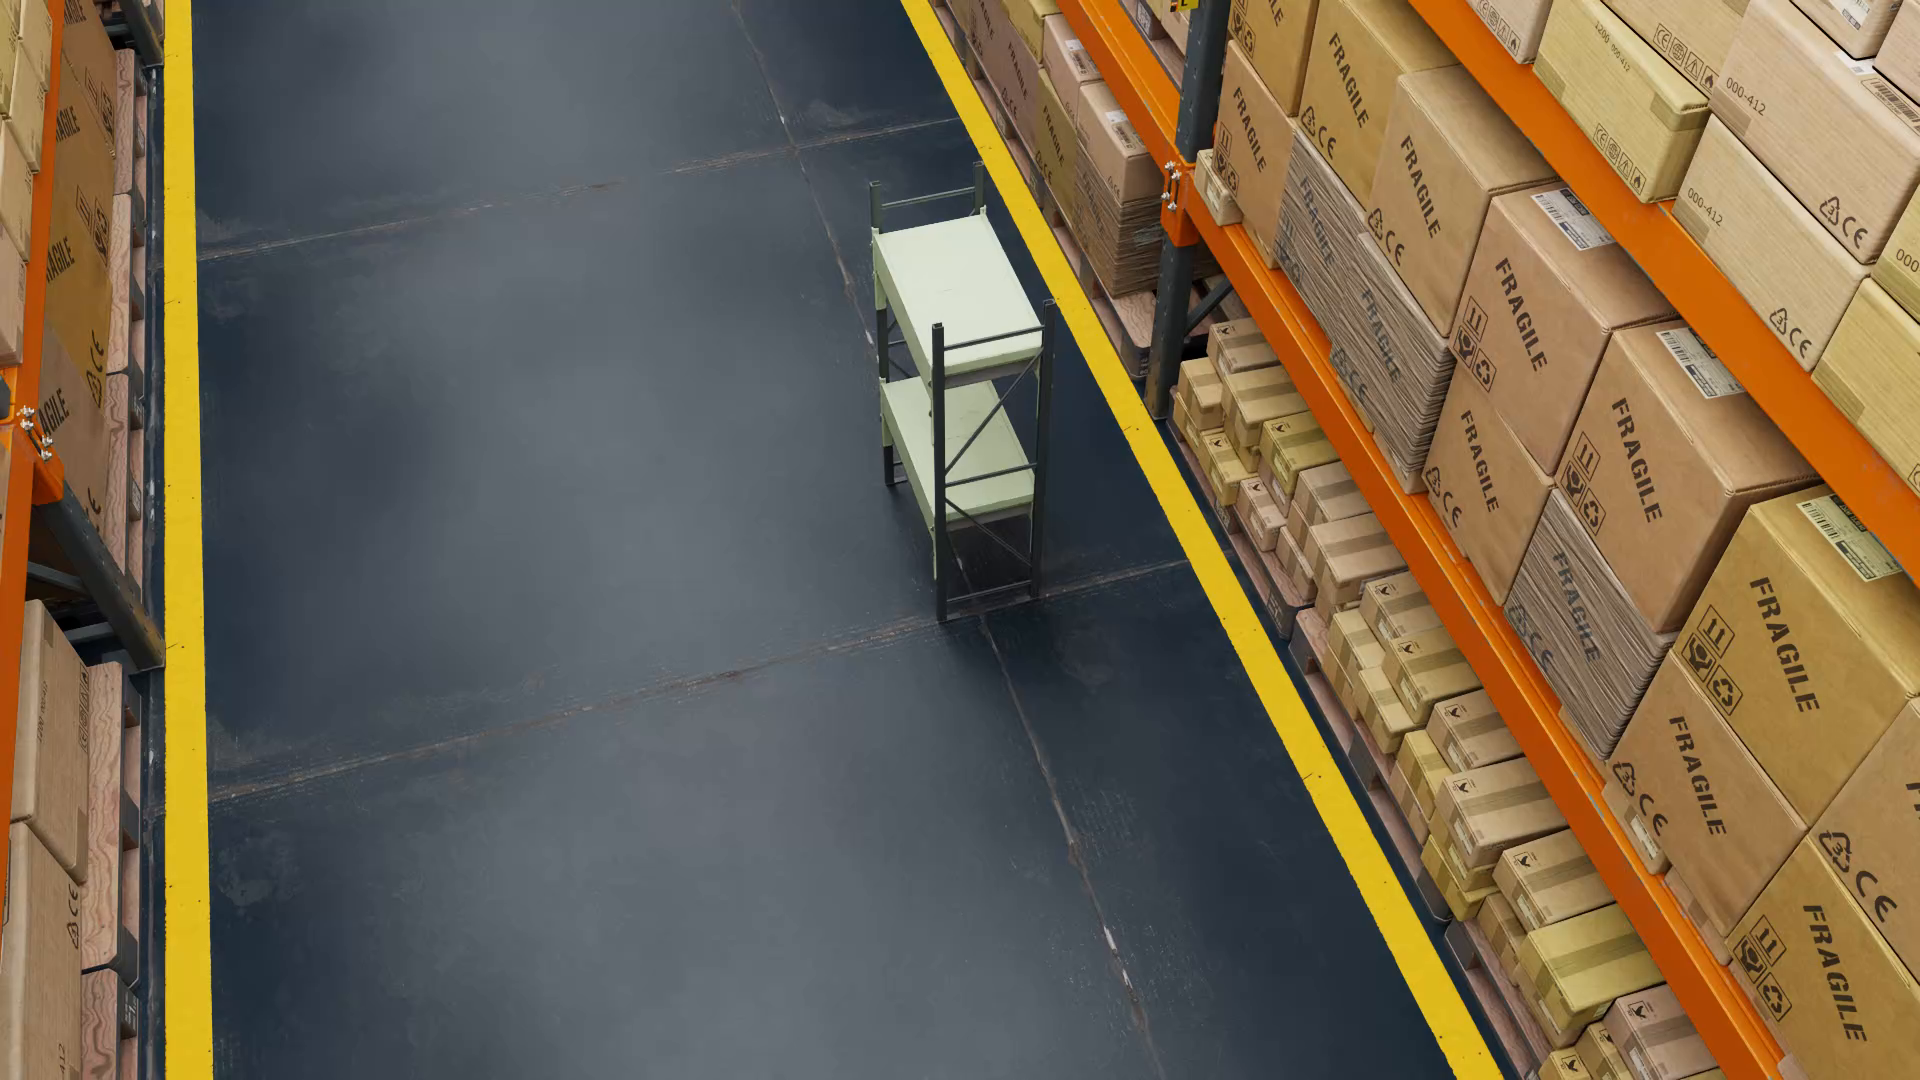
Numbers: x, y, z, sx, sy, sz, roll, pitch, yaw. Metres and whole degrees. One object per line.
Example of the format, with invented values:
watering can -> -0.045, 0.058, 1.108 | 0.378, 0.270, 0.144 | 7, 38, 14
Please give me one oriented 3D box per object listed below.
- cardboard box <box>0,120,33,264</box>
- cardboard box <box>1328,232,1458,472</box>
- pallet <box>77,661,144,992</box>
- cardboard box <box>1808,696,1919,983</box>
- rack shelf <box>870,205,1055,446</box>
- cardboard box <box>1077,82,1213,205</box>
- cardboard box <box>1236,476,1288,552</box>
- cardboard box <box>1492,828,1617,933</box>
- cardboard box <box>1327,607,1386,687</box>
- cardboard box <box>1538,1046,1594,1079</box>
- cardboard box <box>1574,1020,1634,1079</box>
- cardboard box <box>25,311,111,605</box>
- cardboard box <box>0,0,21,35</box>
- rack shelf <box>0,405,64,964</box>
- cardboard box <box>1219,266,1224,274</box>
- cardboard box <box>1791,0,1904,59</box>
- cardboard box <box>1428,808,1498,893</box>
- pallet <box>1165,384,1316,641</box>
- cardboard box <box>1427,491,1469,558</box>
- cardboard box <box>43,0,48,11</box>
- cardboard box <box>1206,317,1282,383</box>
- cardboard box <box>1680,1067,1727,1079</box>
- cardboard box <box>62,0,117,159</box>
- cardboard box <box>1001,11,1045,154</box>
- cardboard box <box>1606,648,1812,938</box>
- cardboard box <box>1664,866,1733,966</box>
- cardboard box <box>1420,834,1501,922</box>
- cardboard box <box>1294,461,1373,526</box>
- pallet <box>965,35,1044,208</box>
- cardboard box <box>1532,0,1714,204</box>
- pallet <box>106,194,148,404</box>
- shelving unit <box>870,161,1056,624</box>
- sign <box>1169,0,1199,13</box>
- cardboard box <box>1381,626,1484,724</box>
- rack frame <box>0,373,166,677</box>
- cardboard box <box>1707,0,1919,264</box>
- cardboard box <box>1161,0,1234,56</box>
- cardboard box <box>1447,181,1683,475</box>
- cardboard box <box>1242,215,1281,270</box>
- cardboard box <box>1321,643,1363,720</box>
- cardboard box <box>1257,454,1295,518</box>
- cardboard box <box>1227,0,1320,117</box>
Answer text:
cardboard box -> -3.461, -1.135, 5.633 | 0.500, 0.250, 0.500 | -14, 51, -12
cardboard box -> 1.444, -0.592, 4.817 | 0.500, 0.500, 0.500 | -14, 51, -12
pallet -> -3.278, 1.047, 5.519 | 1.003, 0.211, 1.213 | -13, 51, -11
cardboard box -> 2.081, 0.575, 3.179 | 0.500, 0.500, 0.500 | -14, 51, -12
rack shelf -> -0.002, -0.740, 5.672 | 0.431, 0.370, 0.720 | -13, 51, -11
cardboard box -> 0.809, -1.676, 6.861 | 0.500, 0.250, 0.500 | -15, 51, -12
cardboard box -> 1.273, -0.132, 6.279 | 0.380, 0.149, 0.250 | -14, 51, -11
cardboard box -> 1.821, 1.006, 4.931 | 0.380, 0.149, 0.250 | -15, 52, -12
cardboard box -> 1.489, 0.344, 5.683 | 0.380, 0.149, 0.250 | -14, 51, -11
cardboard box -> 1.926, 1.585, 4.832 | 0.380, 0.149, 0.250 | -12, 51, -10
cardboard box -> 1.999, 1.467, 4.736 | 0.380, 0.149, 0.250 | -14, 51, -12
cardboard box -> -3.688, -0.310, 5.954 | 0.875, 0.875, 0.875 | -12, 51, -10
cardboard box -> -3.745, -2.041, 6.069 | 0.500, 0.250, 0.500 | -15, 51, -12
rack shelf -> -2.837, 1.268, 3.980 | 1.077, 0.370, 4.000 | -13, 51, -11
cardboard box -> 1.305, -1.547, 7.242 | 0.500, 0.500, 0.500 | -12, 51, -10
cardboard box -> 1.726, -1.024, 2.989 | 0.380, 0.149, 0.250 | -12, 51, -10
cardboard box -> 1.704, 0.916, 5.201 | 0.380, 0.149, 0.250 | -13, 51, -10
pallet -> 1.503, -0.237, 6.601 | 1.003, 0.211, 1.213 | -13, 51, -11
cardboard box -> 1.601, -0.120, 4.843 | 0.380, 0.149, 0.250 | -12, 51, -10
cardboard box -> -3.914, -2.246, 6.570 | 0.500, 0.250, 0.500 | -14, 51, -11
cardboard box -> 1.175, -0.728, 6.392 | 0.380, 0.149, 0.250 | -11, 51, -9
cardboard box -> 2.055, 1.566, 4.459 | 0.380, 0.149, 0.250 | -13, 51, -11
cardboard box -> -4.486, -2.274, 7.610 | 0.875, 0.875, 0.875 | -14, 51, -11
cardboard box -> 0.512, -2.182, 7.777 | 0.500, 0.500, 0.500 | -14, 51, -12
cardboard box -> 1.927, 0.528, 3.873 | 0.500, 0.500, 0.500 | -14, 51, -12
cardboard box -> 1.961, 0.840, 4.034 | 0.380, 0.149, 0.250 | -14, 51, -11
cardboard box -> 1.709, 1.023, 5.305 | 0.380, 0.149, 0.250 | -15, 52, -13
cardboard box -> 1.420, -0.154, 5.909 | 0.380, 0.149, 0.250 | -15, 51, -12
pallet -> 0.675, -2.180, 8.240 | 1.003, 0.211, 1.213 | -13, 51, -11
cardboard box -> 1.599, -1.008, 3.563 | 0.500, 0.250, 0.500 | -11, 51, -9
pallet -> -4.093, -0.965, 7.215 | 1.003, 0.211, 1.213 | -13, 51, -11
shelving unit -> -0.002, -0.488, 5.970 | 0.431, 1.500, 0.755 | -13, 51, -11
sign -> 0.742, -1.863, 5.391 | 0.100, 0.325, 0.005 | -13, 51, -11
cardboard box -> 1.612, 0.419, 5.425 | 0.380, 0.149, 0.250 | -13, 51, -11
rack frame -> -3.428, -0.425, 4.936 | 1.000, 3.000, 0.127 | -13, 51, -11
cardboard box -> 1.773, -0.803, 3.064 | 0.500, 0.250, 0.500 | -13, 51, -10
cardboard box -> 0.964, -1.918, 6.084 | 0.380, 0.149, 0.250 | -14, 51, -12
cardboard box -> 1.609, -0.558, 4.135 | 0.500, 0.500, 0.500 | -15, 51, -12
cardboard box -> 1.189, -1.084, 5.656 | 0.380, 0.149, 0.250 | -12, 51, -10
cardboard box -> 1.494, 0.443, 5.795 | 0.380, 0.149, 0.250 | -15, 51, -12
cardboard box -> 1.339, -0.259, 6.191 | 0.380, 0.149, 0.250 | -14, 51, -11
cardboard box -> 1.171, -1.684, 5.083 | 0.500, 0.500, 0.500 | -12, 51, -10
